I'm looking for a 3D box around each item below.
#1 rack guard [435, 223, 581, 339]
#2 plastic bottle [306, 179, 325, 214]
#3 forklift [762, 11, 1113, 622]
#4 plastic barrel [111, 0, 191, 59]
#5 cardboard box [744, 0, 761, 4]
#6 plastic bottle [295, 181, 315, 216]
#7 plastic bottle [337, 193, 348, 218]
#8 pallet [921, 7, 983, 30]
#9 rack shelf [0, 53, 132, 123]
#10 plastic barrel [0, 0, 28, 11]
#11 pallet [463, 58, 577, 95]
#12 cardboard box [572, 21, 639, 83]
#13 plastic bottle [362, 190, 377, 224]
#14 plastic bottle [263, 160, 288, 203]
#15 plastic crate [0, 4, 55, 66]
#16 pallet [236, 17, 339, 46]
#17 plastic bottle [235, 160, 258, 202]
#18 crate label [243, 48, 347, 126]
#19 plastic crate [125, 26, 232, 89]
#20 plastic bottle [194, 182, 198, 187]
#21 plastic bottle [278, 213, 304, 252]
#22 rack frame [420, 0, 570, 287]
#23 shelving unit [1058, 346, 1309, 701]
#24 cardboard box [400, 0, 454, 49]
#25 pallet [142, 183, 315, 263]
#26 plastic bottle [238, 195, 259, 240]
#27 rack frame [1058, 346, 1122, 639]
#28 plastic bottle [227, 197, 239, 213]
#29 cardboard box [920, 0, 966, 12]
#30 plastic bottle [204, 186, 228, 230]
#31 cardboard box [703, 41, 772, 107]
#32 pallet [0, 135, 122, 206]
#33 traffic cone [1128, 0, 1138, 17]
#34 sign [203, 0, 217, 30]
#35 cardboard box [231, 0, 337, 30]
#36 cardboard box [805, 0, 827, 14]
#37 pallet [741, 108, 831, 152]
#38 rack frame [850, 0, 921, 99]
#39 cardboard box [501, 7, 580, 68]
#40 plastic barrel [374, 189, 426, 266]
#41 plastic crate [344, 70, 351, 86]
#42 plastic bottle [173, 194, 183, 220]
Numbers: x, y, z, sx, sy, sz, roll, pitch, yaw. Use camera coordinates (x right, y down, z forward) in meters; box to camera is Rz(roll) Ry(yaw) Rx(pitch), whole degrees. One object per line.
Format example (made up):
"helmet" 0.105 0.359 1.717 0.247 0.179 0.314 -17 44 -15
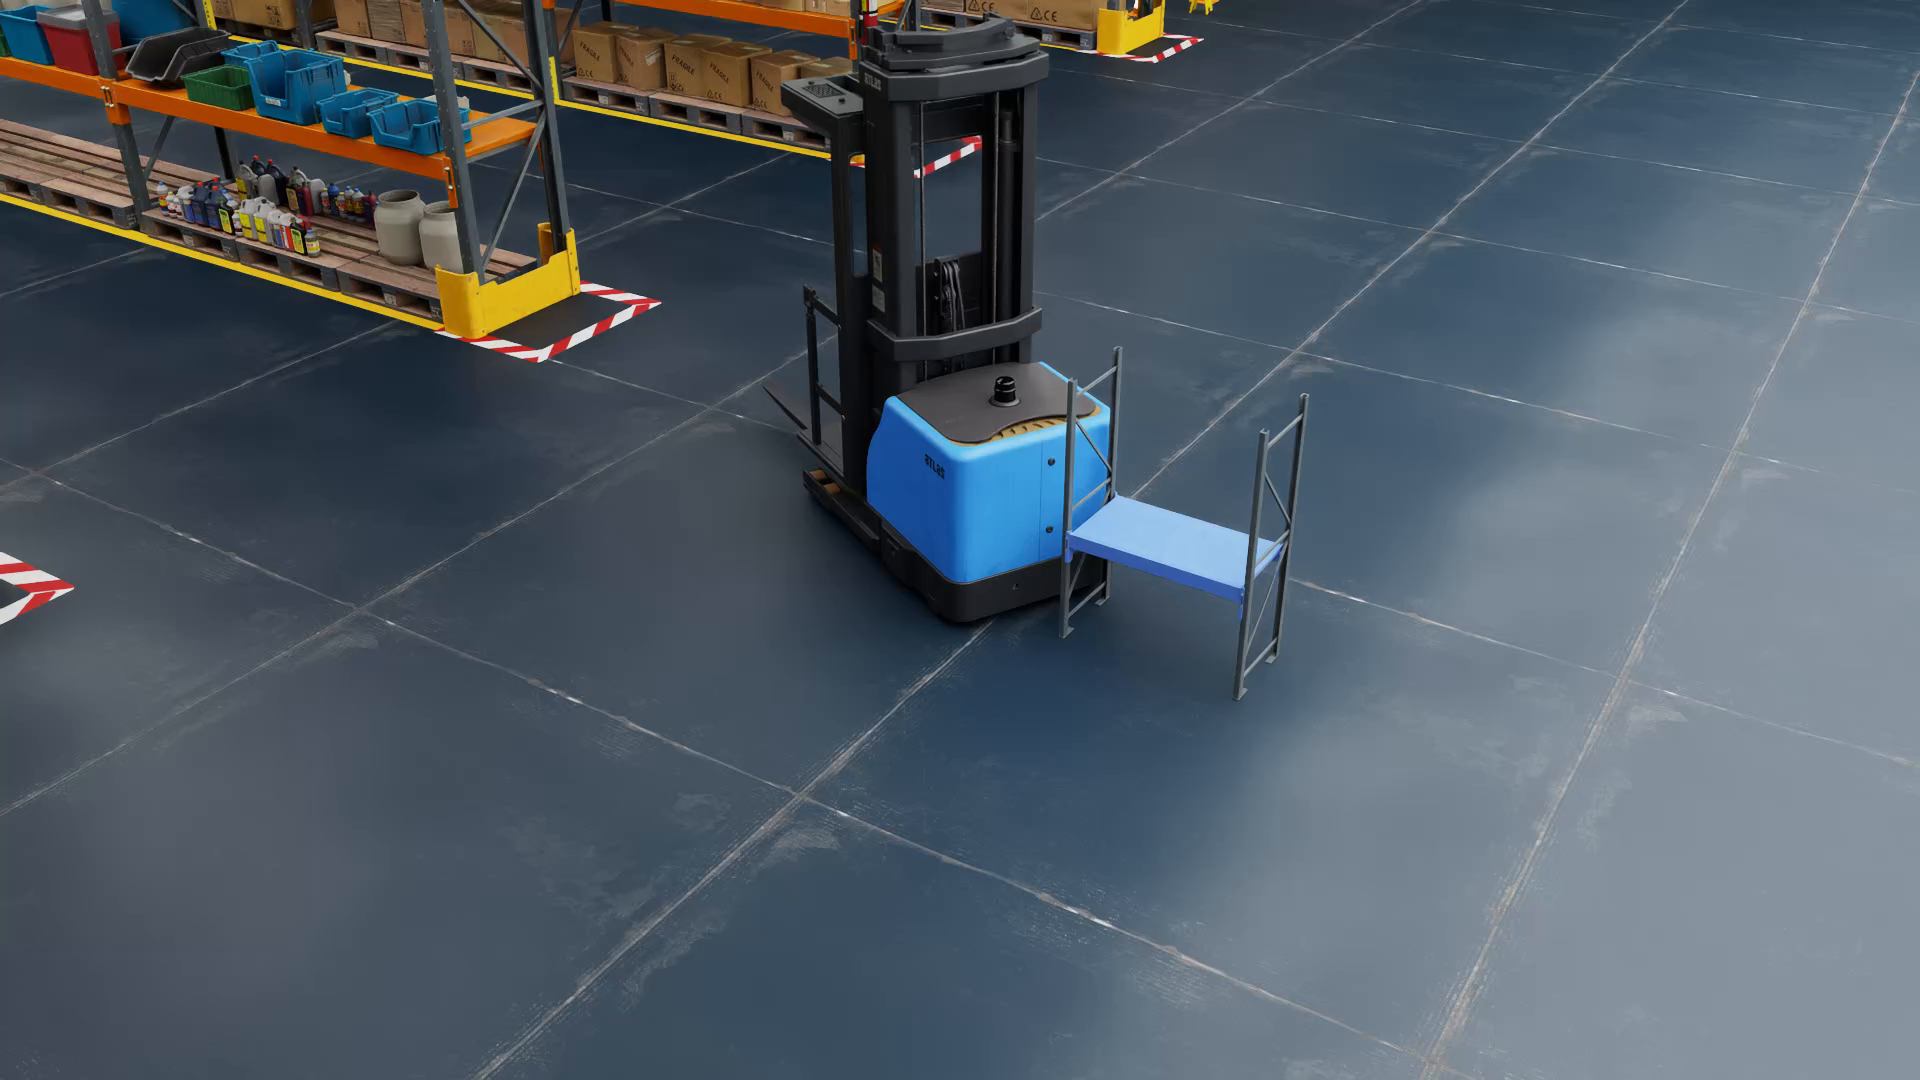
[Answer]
"rack guard" -3.420 -1.983 12.652 0.348 0.500 1.175 18 35 27
"plastic bottle" -5.448 -2.915 14.036 0.135 0.276 0.152 18 35 28
"forklift" -0.302 -1.542 9.485 1.130 2.935 3.031 -16 34 -25
"plastic barrel" -6.885 -4.583 14.132 0.708 0.901 0.600 18 35 27
"cardboard box" -1.892 -5.326 16.152 0.250 0.149 0.380 18 35 27
"plastic bottle" -5.504 -2.872 13.955 0.133 0.283 0.061 18 35 27
"plastic bottle" -5.160 -2.807 13.926 0.097 0.201 0.097 0 30 0
"pallet" 0.277 -6.569 20.801 1.213 0.211 1.003 18 35 27
"rack shelf" -8.413 -4.359 14.959 4.000 0.370 1.077 18 35 27
"plastic barrel" -8.400 -4.855 14.960 0.433 0.535 0.433 0 30 0
"pallet" -4.746 -5.251 18.541 1.213 0.211 1.003 18 35 27
"cardboard box" -3.768 -5.225 17.793 0.500 0.500 0.500 16 34 26
"plastic bottle" -4.883 -2.766 13.774 0.133 0.283 0.061 18 35 28
"plastic bottle" -5.857 -3.079 14.243 0.185 0.351 0.144 16 34 25
"plastic crate" -7.818 -4.290 14.142 0.575 0.384 0.392 18 35 27
"pallet" -8.101 -6.358 20.439 1.213 0.211 1.003 18 35 27
"plastic bottle" -6.097 -3.068 14.225 0.185 0.351 0.144 18 35 27
"crate label" -5.033 -3.455 12.660 0.616 0.435 0.502 18 35 27
"plastic crate" -6.343 -3.912 13.541 0.504 0.338 0.767 18 35 27
"plastic bottle" -6.337 -2.849 13.915 0.133 0.283 0.061 18 35 27
"plastic bottle" -5.318 -2.460 13.256 0.135 0.276 0.152 18 35 28
"rack frame" -3.331 -3.062 12.022 0.127 3.000 1.000 18 35 27
"shelving unit" 1.100 -0.089 8.413 1.048 1.500 0.538 18 35 28
"cardboard box" -5.935 -5.966 19.044 0.500 0.500 0.700 21 36 31
"pallet" -6.172 -2.732 14.223 1.213 0.211 1.003 18 35 27
"plastic bottle" -5.736 -2.622 13.459 0.185 0.351 0.144 17 34 27
"rack frame" 0.676 -0.230 8.656 0.032 1.500 0.500 18 35 28
"plastic bottle" -5.951 -2.678 13.634 0.097 0.271 0.097 0 30 0
"cardboard box" -0.102 -7.163 20.743 0.875 0.875 0.875 18 35 28
"plastic bottle" -6.096 -2.736 13.655 0.185 0.351 0.144 16 34 25
"cardboard box" -2.262 -4.773 17.019 0.500 0.500 0.500 21 36 32
"pallet" -8.442 -3.449 15.453 1.213 0.211 1.003 18 35 27
"traffic cone" 2.330 -6.918 21.150 0.334 0.463 0.336 18 35 27
"sign" -6.417 -4.485 14.187 0.005 0.325 0.100 18 35 27
"cardboard box" -8.047 -6.777 20.081 0.875 0.875 1.225 16 34 25
"cardboard box" -1.260 -5.123 15.804 0.250 0.149 0.380 18 35 27
"pallet" -1.431 -4.225 16.782 1.213 0.211 1.003 18 35 27
"rack frame" -0.698 -5.176 15.646 0.127 3.000 1.000 18 35 27
"cardboard box" -4.594 -5.532 18.299 0.500 0.500 0.700 15 33 24
"plastic barrel" -4.353 -2.447 13.020 0.421 0.512 0.421 0 30 0
"plastic crate" -5.209 -3.693 13.365 0.437 0.136 0.530 18 35 27
"plastic bottle" -6.509 -2.788 13.893 0.097 0.201 0.097 0 30 0
